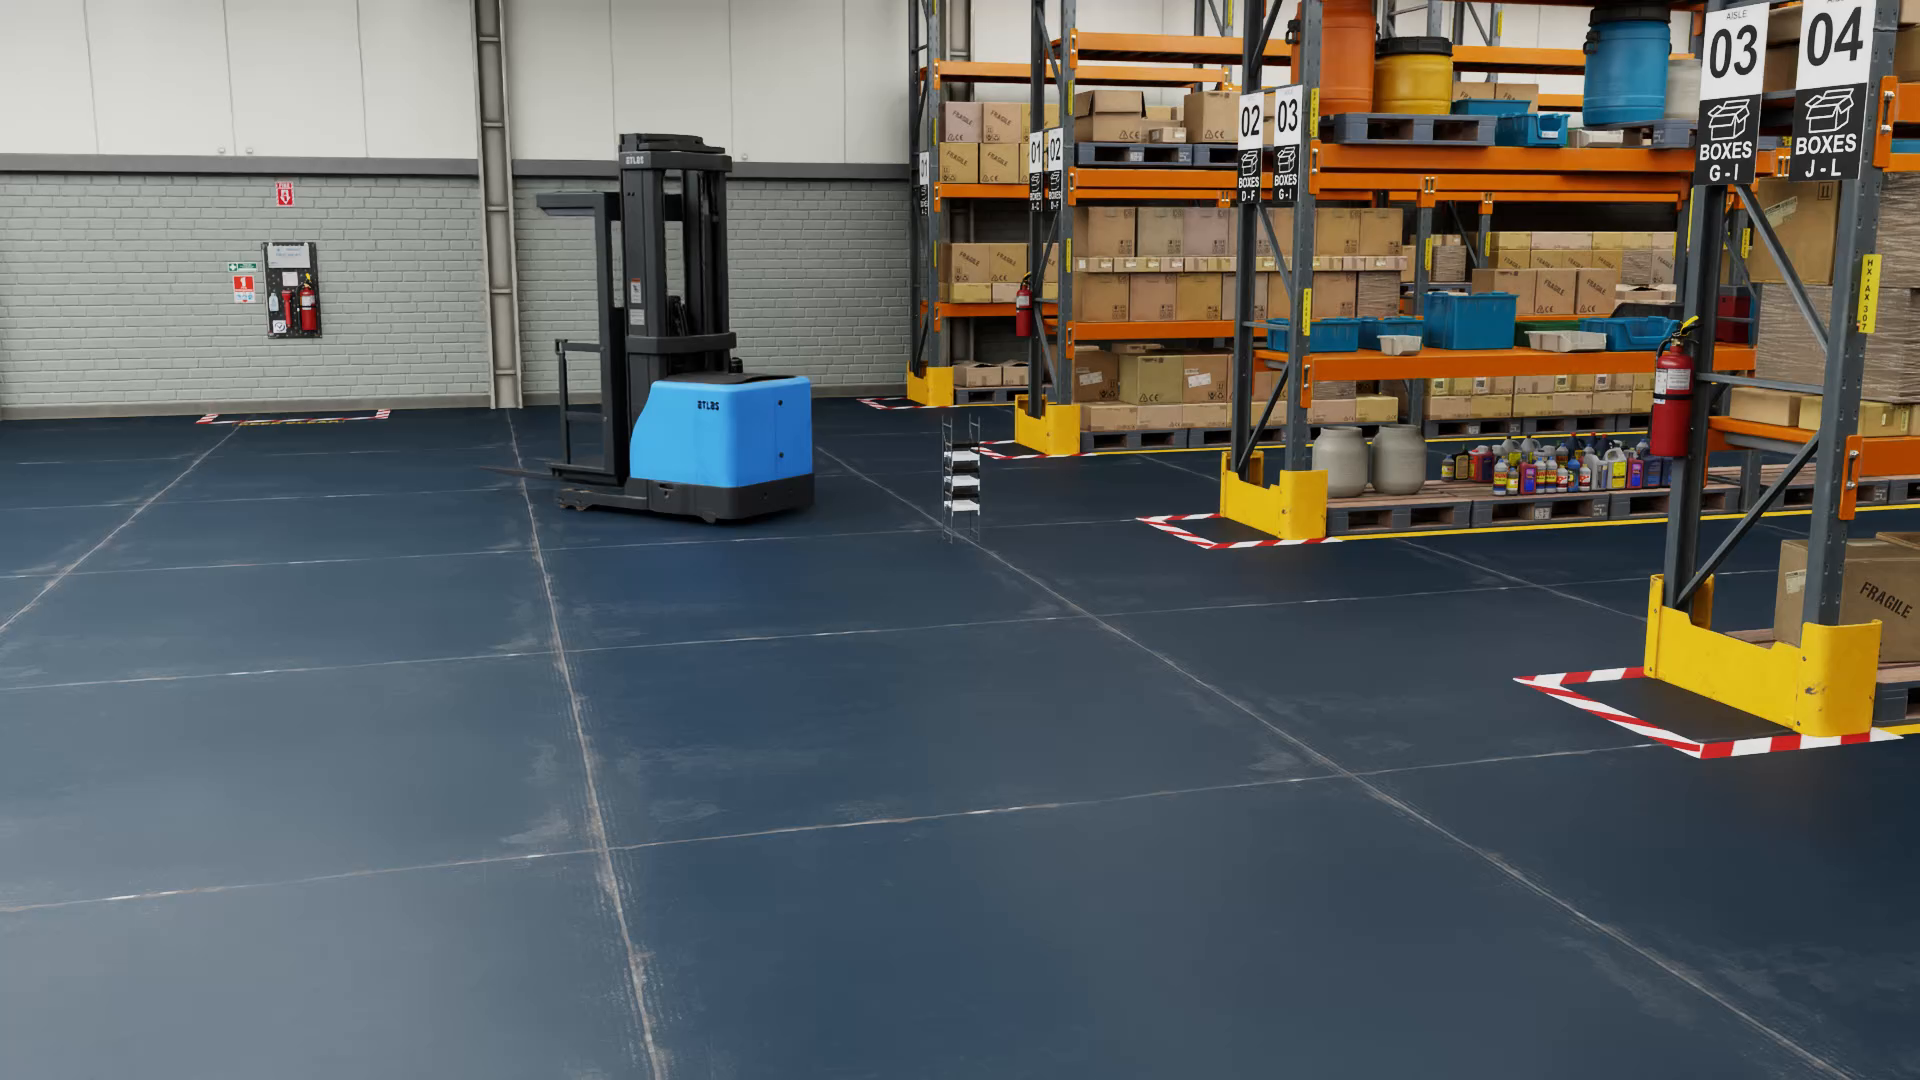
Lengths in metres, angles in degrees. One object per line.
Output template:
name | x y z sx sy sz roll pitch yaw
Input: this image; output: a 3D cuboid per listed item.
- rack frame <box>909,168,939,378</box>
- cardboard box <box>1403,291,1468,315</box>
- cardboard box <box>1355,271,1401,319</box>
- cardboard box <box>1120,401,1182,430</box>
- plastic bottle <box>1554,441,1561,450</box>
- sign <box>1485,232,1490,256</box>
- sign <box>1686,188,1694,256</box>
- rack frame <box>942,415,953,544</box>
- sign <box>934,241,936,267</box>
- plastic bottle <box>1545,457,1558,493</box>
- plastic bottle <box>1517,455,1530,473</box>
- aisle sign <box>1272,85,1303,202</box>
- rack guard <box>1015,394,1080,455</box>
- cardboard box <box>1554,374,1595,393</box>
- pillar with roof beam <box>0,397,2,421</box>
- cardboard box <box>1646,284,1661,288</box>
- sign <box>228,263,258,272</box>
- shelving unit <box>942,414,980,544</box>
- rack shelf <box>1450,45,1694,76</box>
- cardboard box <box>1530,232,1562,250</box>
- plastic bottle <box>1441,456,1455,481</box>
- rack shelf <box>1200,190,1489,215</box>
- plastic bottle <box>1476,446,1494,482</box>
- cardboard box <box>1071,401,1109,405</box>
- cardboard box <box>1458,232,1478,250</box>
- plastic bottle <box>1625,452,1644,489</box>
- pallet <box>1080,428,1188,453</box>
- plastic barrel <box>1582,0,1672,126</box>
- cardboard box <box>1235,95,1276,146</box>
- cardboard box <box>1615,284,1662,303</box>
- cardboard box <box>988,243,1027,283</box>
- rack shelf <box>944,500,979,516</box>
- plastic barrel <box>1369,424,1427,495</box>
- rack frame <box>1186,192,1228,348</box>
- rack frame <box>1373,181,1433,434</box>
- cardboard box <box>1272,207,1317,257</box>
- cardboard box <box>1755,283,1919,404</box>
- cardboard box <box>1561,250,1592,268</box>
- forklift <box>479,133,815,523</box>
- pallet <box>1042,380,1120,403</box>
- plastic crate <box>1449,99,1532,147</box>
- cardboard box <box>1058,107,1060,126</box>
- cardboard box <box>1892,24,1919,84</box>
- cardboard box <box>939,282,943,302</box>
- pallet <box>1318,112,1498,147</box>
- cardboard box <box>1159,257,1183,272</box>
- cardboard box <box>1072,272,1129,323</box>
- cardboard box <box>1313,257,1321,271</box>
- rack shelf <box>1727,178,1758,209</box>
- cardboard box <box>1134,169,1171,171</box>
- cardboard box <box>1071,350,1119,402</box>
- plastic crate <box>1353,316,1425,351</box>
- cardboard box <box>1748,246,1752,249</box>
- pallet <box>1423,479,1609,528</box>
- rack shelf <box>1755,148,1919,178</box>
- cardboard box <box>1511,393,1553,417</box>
rack frame | -0.469 -3.293 21.647 0.127 3.000 1.000 -3 11 -16
cardboard box | 5.220 -2.593 18.260 0.500 0.250 0.500 -2 11 -12
cardboard box | 4.335 -2.660 17.932 0.500 0.500 0.700 -3 11 -17
cardboard box | 1.975 -1.300 17.259 0.500 0.250 0.500 -3 11 -16
plastic bottle | 4.898 -0.674 13.709 0.133 0.283 0.061 -3 11 -13
sign | 7.373 -4.134 23.238 0.005 0.325 0.100 -3 11 -16
sign | 3.548 -1.532 8.011 0.005 0.325 0.100 -3 11 -16
rack frame | -0.090 -0.438 11.939 0.006 0.900 0.240 -3 11 -16
sign | -0.317 -3.624 21.056 0.005 0.325 0.100 -3 11 -16
plastic bottle | 4.553 -0.505 12.825 0.097 0.271 0.097 0 10 0
plastic bottle | 4.557 -0.585 13.453 0.097 0.201 0.097 0 10 0
aisle sign | 2.313 -2.794 11.760 0.004 0.787 0.394 -3 11 -16
rack guard | 0.896 -1.201 17.190 0.348 0.500 1.175 -3 11 -16
cardboard box | 6.702 -1.820 18.532 0.500 0.311 0.500 -3 11 -14
pillar with roof beam | -10.357 -5.073 14.749 0.400 9.000 9.100 -3 11 -16
cardboard box | 10.073 -3.674 24.357 0.250 0.149 0.380 -3 11 -16
sign | -8.736 -3.323 20.250 0.331 0.109 0.001 -3 11 -16
shelving unit | 0.008 -0.443 11.967 0.210 0.900 0.258 -3 11 -16
rack shelf | 6.680 -5.135 18.177 4.000 0.370 1.077 -3 11 -16
cardboard box | 8.236 -4.277 23.770 0.500 0.250 0.500 -3 11 -17
plastic bottle | 3.941 -0.580 13.424 0.097 0.201 0.097 0 10 0
rack shelf | 5.292 -4.718 23.089 4.000 0.370 1.077 -3 11 -16
plastic bottle | 4.221 -0.609 13.359 0.133 0.283 0.061 -3 11 -16
cardboard box | 1.351 -1.364 17.607 0.500 0.250 0.500 -3 11 -16
cardboard box | 7.575 -4.340 24.109 0.500 0.250 0.500 -3 11 -14
plastic bottle | 5.274 -0.545 13.011 0.133 0.283 0.061 -2 11 -12
pallet | 1.642 -1.106 17.472 1.213 0.211 1.003 -3 11 -16
plastic barrel | 5.155 -3.669 12.864 0.708 0.901 0.600 -3 11 -16
cardboard box | 3.143 -4.374 17.404 0.637 0.503 0.797 -2 11 -10
cardboard box | 7.687 -2.781 19.114 0.500 0.311 0.500 -3 11 -17
cardboard box | 0.551 -3.593 21.564 0.500 0.500 0.500 -3 11 -16
rack shelf | 0.008 -0.233 12.006 0.200 0.077 0.258 -3 11 -16
plastic barrel | 3.392 -0.625 12.870 0.421 0.512 0.421 0 10 0
rack frame | 3.371 -3.495 22.746 0.127 3.000 1.000 -3 11 -16
rack frame | 4.760 -2.634 18.069 0.127 3.000 1.000 -3 11 -16
cardboard box | 3.370 -3.247 17.538 0.500 0.500 0.700 -3 11 -16
cardboard box | 4.220 -0.928 7.704 0.500 0.500 0.875 -3 11 -16
cardboard box | 8.732 -3.933 23.970 0.500 0.500 0.500 -3 11 -16
forklift | -2.672 -1.748 13.447 3.031 2.935 1.130 7 12 33
pallet | 1.563 -2.021 22.442 1.213 0.211 1.003 -3 11 -16
plastic crate | 4.047 -3.187 12.830 0.575 0.384 0.392 -3 11 -16
cardboard box | 1.357 -5.461 22.045 0.500 0.500 0.500 -3 11 -16
cardboard box | 4.219 -2.090 7.245 0.500 0.250 0.500 -3 11 -14
cardboard box | -0.074 -3.286 21.970 0.500 0.250 0.500 -3 11 -15
pallet | 3.122 -2.978 12.172 1.213 0.211 1.003 -3 11 -16
cardboard box | 2.092 -2.821 17.016 0.250 0.149 0.380 -3 11 -17
cardboard box | 1.371 -2.502 17.077 0.500 0.500 0.700 -3 11 -16
cardboard box | 3.581 -2.900 17.447 0.250 0.149 0.380 -3 11 -16
rack shelf | 10.521 -4.059 19.512 4.000 0.370 1.077 -3 11 -16
cardboard box | 2.467 -4.937 21.964 0.500 0.500 0.500 -4 11 -21
cardboard box | 1.351 -1.734 17.541 0.500 0.500 0.500 -3 11 -16
plastic crate | 3.322 -1.606 12.898 0.408 0.251 0.499 -3 11 -16
cardboard box | 11.578 -4.072 25.052 0.700 0.700 0.980 -3 11 -15
pallet | 4.311 -0.312 13.159 1.213 0.211 1.003 -3 11 -16
rack shelf | 8.061 -2.995 13.734 4.000 0.370 1.077 -3 11 -16
cardboard box | 6.204 -1.518 18.442 0.500 0.250 0.500 -3 11 -18
